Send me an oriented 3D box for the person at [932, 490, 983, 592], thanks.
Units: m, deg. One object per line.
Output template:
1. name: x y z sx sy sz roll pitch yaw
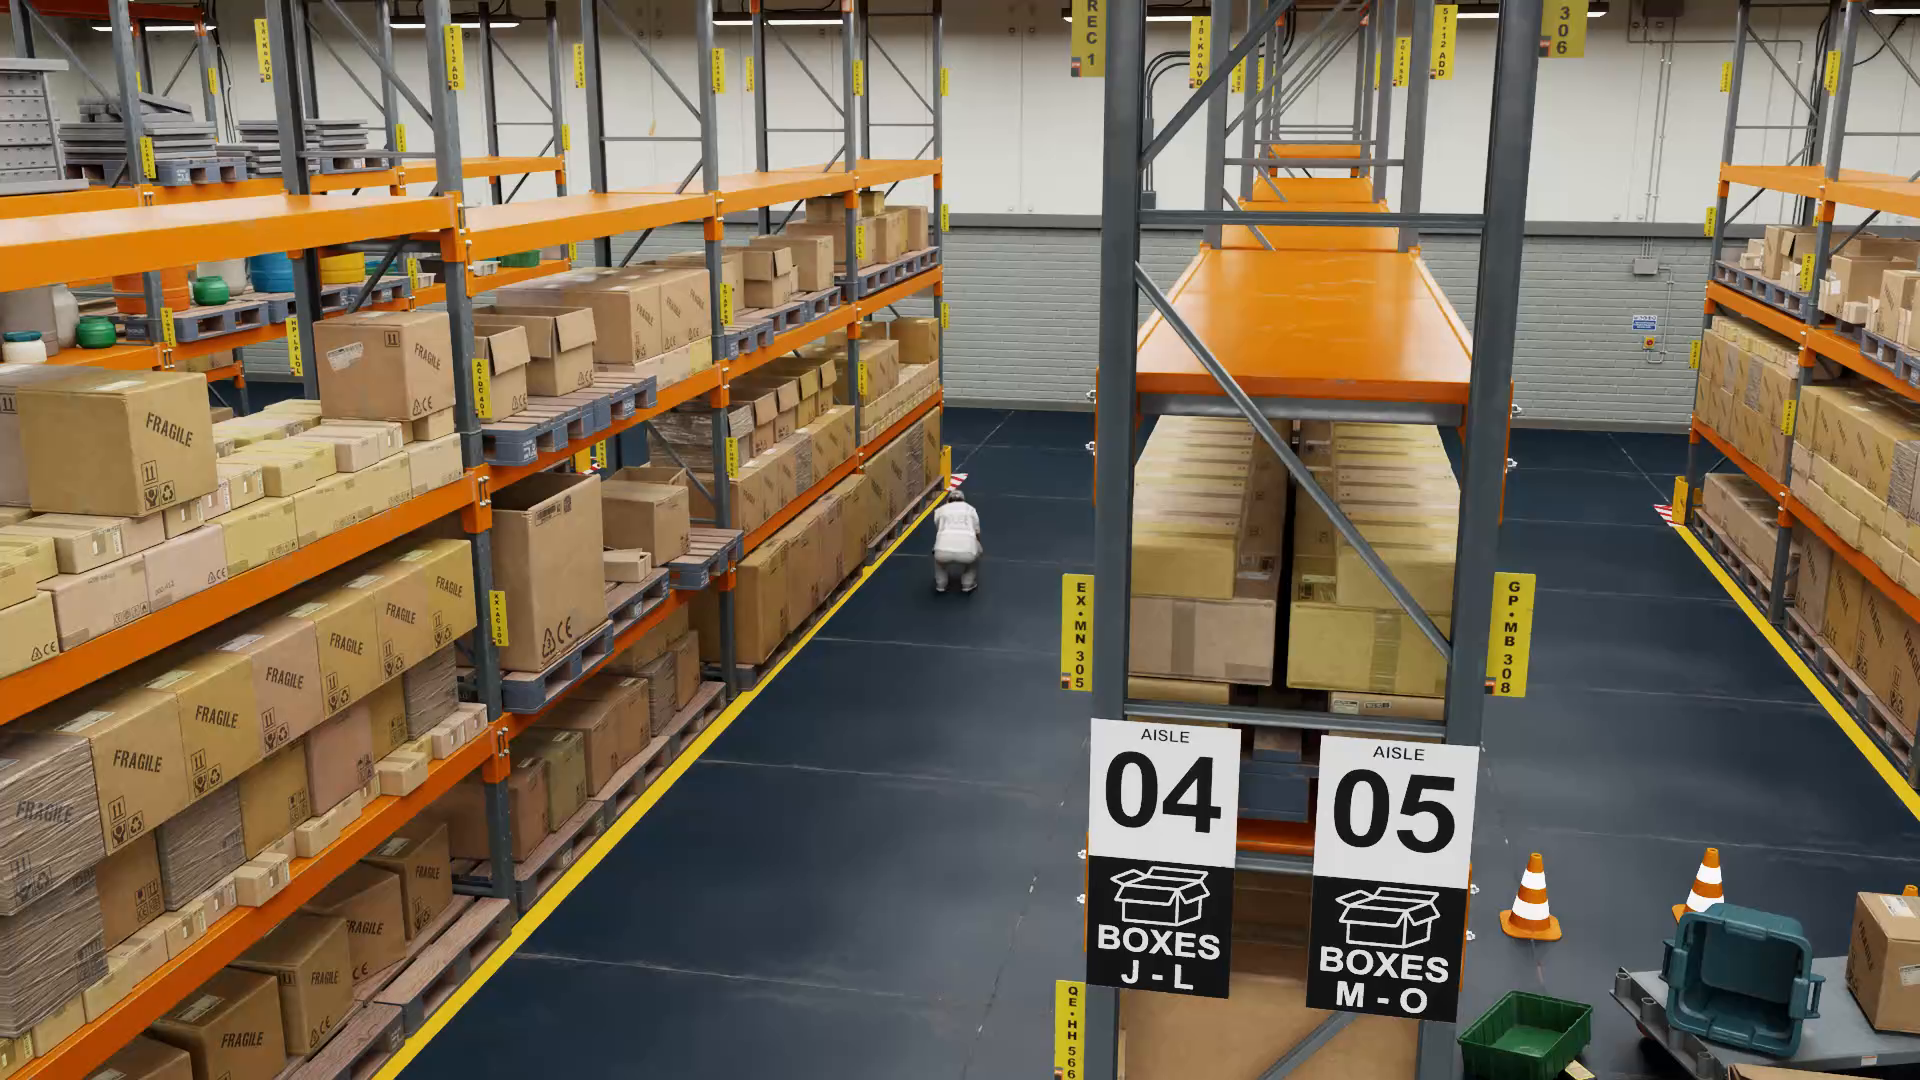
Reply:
1. person: -0.032 0.022 16.860 0.505 0.950 0.875 2 15 8
